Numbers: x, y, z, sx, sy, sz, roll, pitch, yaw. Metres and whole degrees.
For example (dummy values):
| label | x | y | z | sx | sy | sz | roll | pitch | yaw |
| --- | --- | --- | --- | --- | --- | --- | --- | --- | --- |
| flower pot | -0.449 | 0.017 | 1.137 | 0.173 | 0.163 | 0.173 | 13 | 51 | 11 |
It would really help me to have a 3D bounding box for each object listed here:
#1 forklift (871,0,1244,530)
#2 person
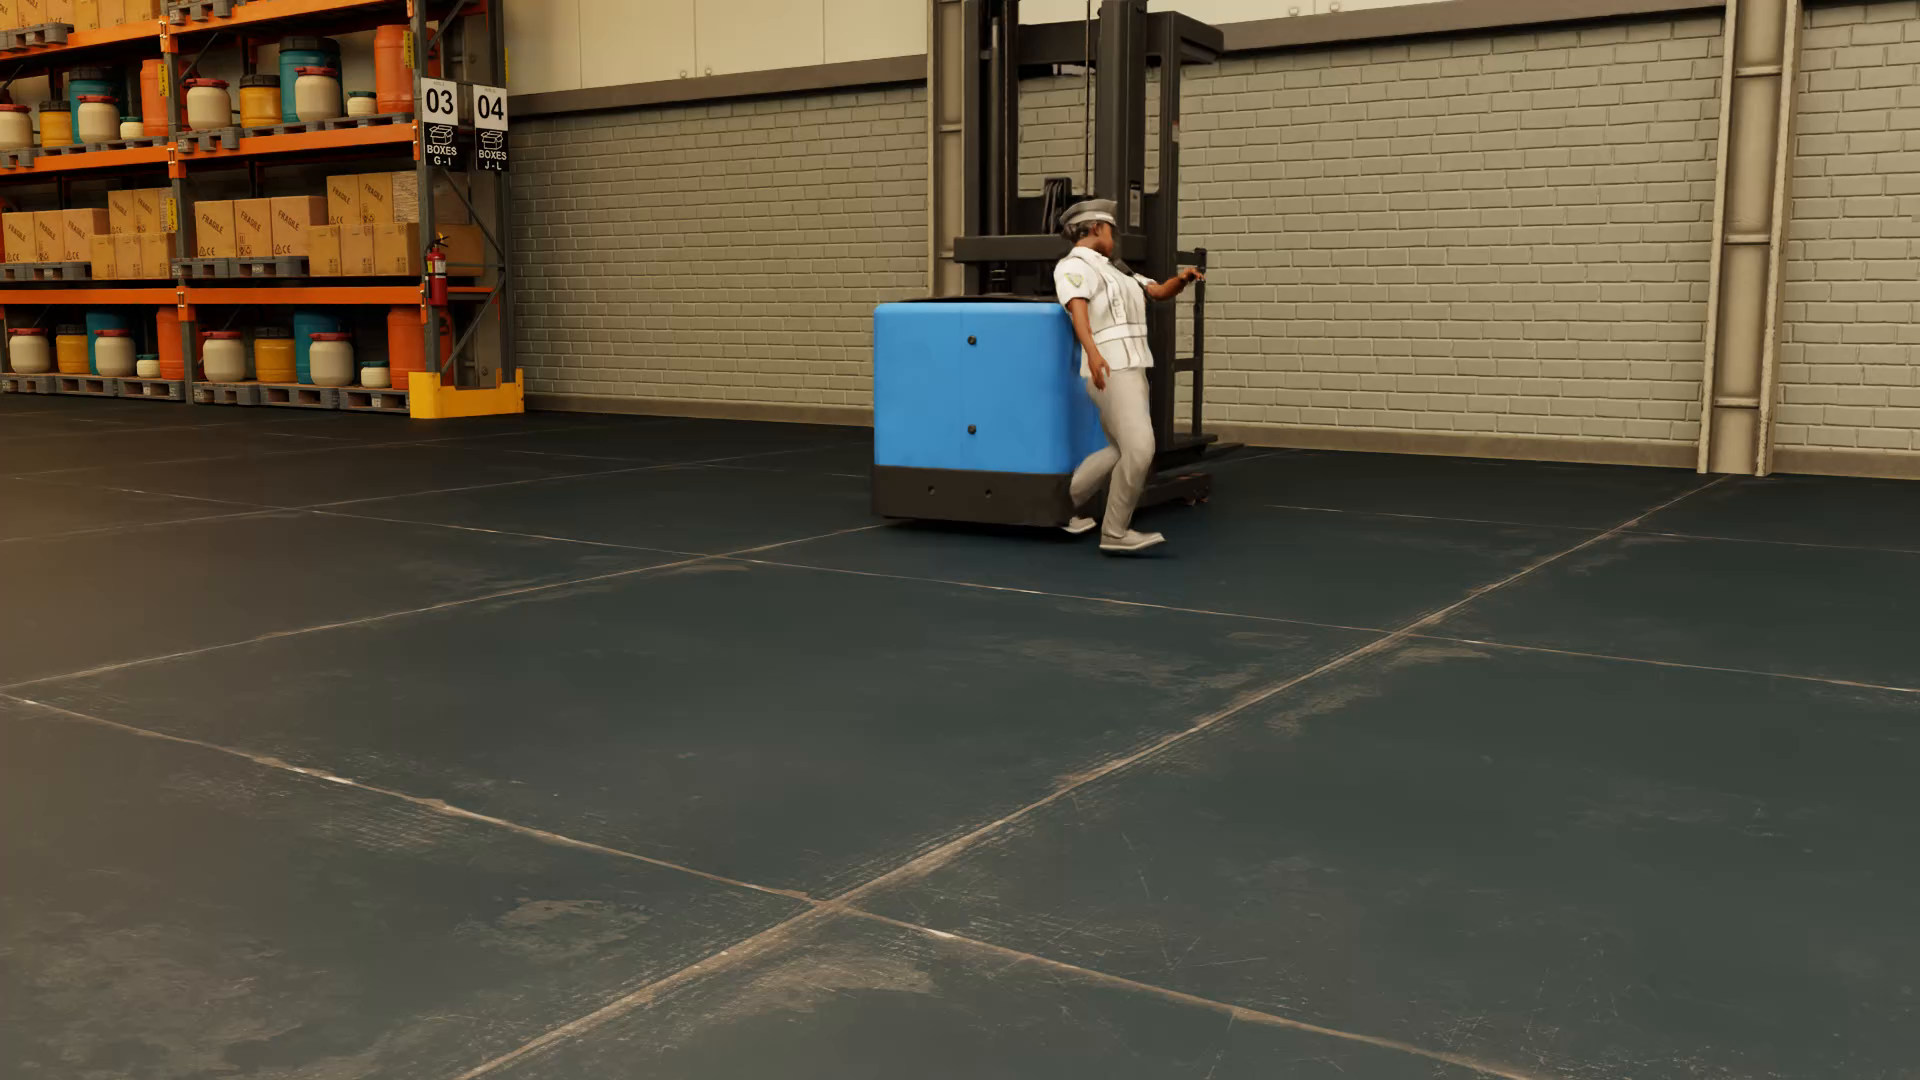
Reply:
| label | x | y | z | sx | sy | sz | roll | pitch | yaw |
| --- | --- | --- | --- | --- | --- | --- | --- | --- | --- |
| forklift | 0.719 | -1.654 | 8.821 | 1.130 | 2.935 | 3.031 | 4 | 9 | 28 |
| person | 0.646 | -0.710 | 7.112 | 0.811 | 1.495 | 0.798 | 3 | 8 | 17 |
